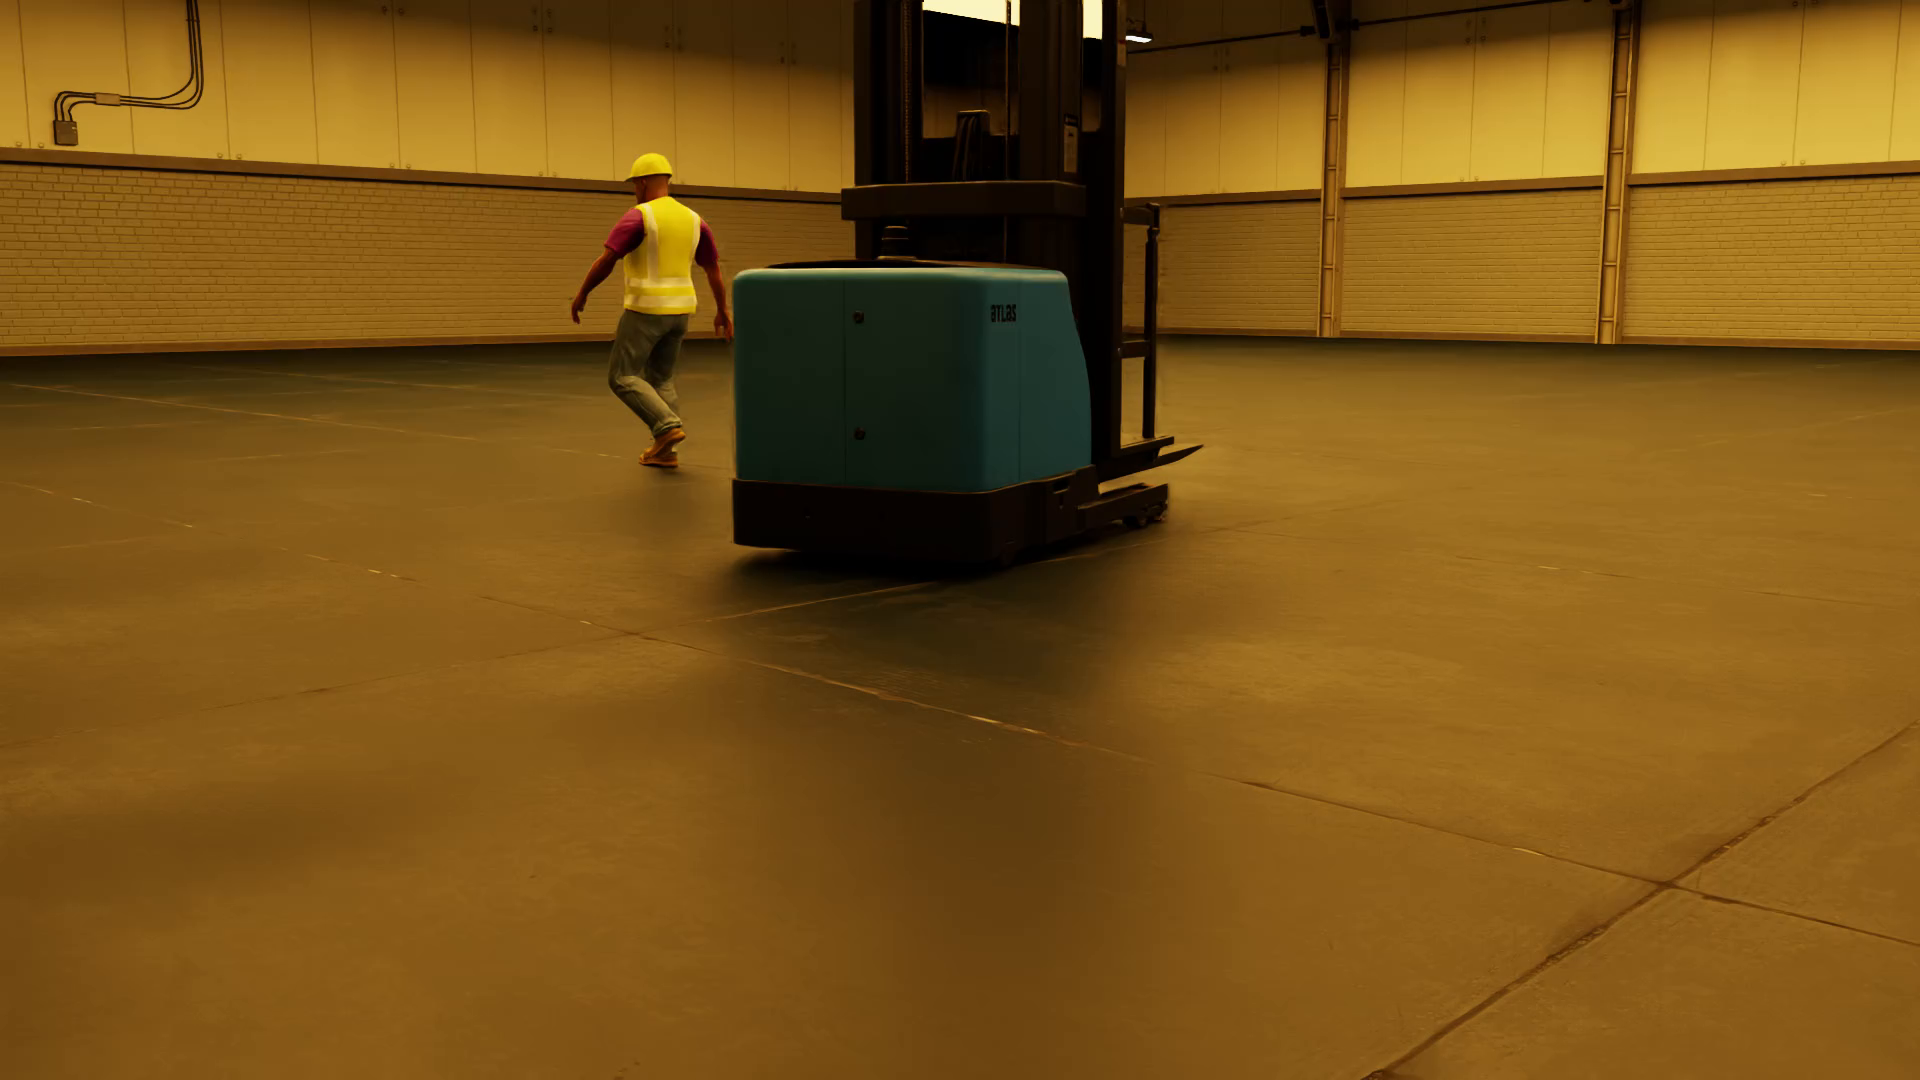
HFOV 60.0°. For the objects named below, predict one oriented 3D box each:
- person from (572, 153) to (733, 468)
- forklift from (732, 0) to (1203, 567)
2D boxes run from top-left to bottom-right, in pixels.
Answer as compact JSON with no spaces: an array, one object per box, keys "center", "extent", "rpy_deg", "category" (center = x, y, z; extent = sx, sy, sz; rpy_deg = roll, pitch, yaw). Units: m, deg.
[{"center":[-1.684,-1.270,9.289],"extent":[0.583,1.747,0.829],"rpy_deg":[6,11,36],"category":"person"},{"center":[0.260,-1.532,7.050],"extent":[1.130,2.935,3.031],"rpy_deg":[4,10,26],"category":"forklift"}]
